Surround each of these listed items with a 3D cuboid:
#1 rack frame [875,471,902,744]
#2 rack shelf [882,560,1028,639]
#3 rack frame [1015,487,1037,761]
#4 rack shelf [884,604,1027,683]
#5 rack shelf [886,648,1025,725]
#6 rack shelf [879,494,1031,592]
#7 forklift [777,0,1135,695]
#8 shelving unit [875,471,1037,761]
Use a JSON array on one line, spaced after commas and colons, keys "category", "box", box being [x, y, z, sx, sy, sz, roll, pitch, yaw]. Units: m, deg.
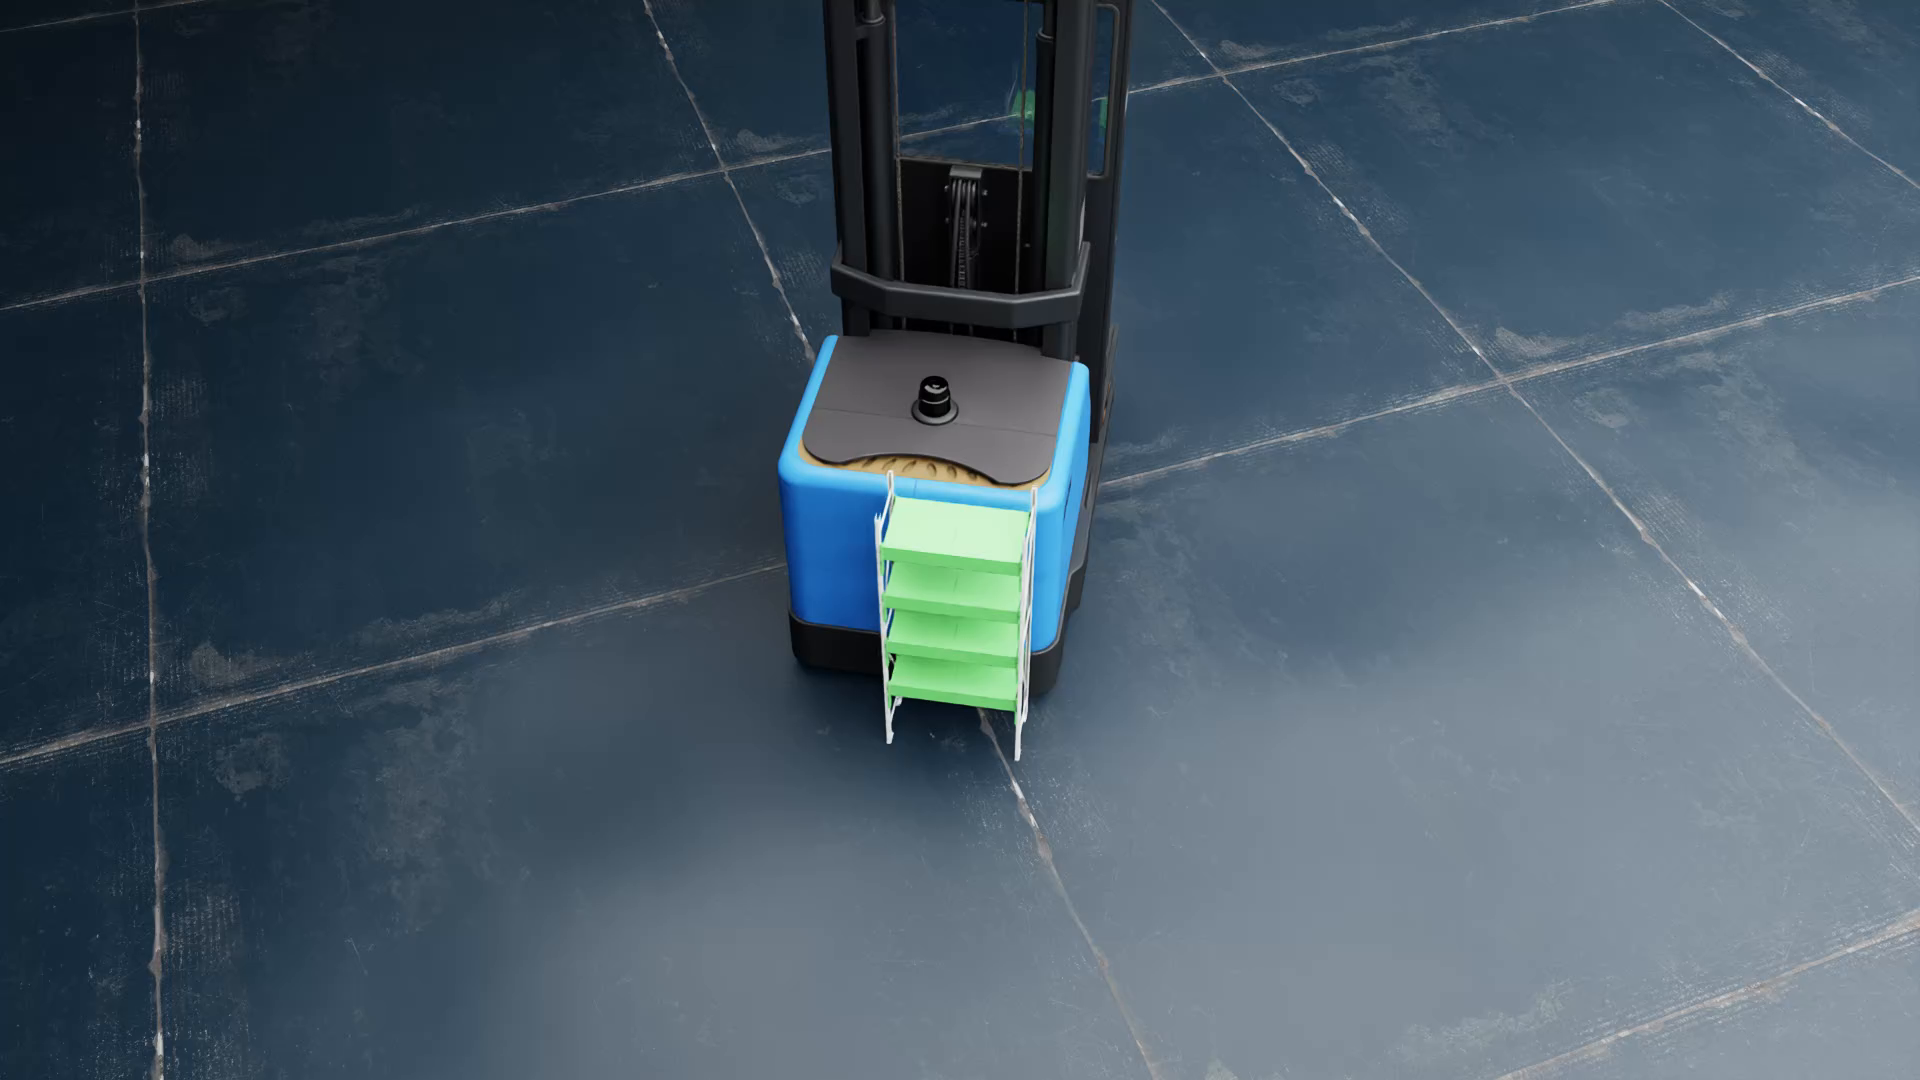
[{"category": "rack frame", "box": [-0.251, 0.269, 5.941, 0.015, 1.200, 0.240, 7, 46, 7]}, {"category": "rack shelf", "box": [-0.011, 0.175, 5.786, 0.480, 0.148, 0.258, 7, 46, 7]}, {"category": "rack frame", "box": [0.230, 0.326, 5.884, 0.015, 1.200, 0.240, 7, 46, 7]}, {"category": "rack shelf", "box": [-0.010, 0.342, 5.958, 0.480, 0.148, 0.258, 7, 46, 7]}, {"category": "rack shelf", "box": [-0.009, 0.509, 6.131, 0.480, 0.148, 0.258, 7, 46, 7]}, {"category": "rack shelf", "box": [-0.011, 0.008, 5.613, 0.480, 0.148, 0.258, 7, 46, 7]}, {"category": "forklift", "box": [0.105, -1.497, 6.482, 1.130, 2.935, 3.031, 7, 46, 7]}, {"category": "shelving unit", "box": [-0.010, 0.298, 5.912, 0.503, 1.200, 0.258, 7, 46, 7]}]
